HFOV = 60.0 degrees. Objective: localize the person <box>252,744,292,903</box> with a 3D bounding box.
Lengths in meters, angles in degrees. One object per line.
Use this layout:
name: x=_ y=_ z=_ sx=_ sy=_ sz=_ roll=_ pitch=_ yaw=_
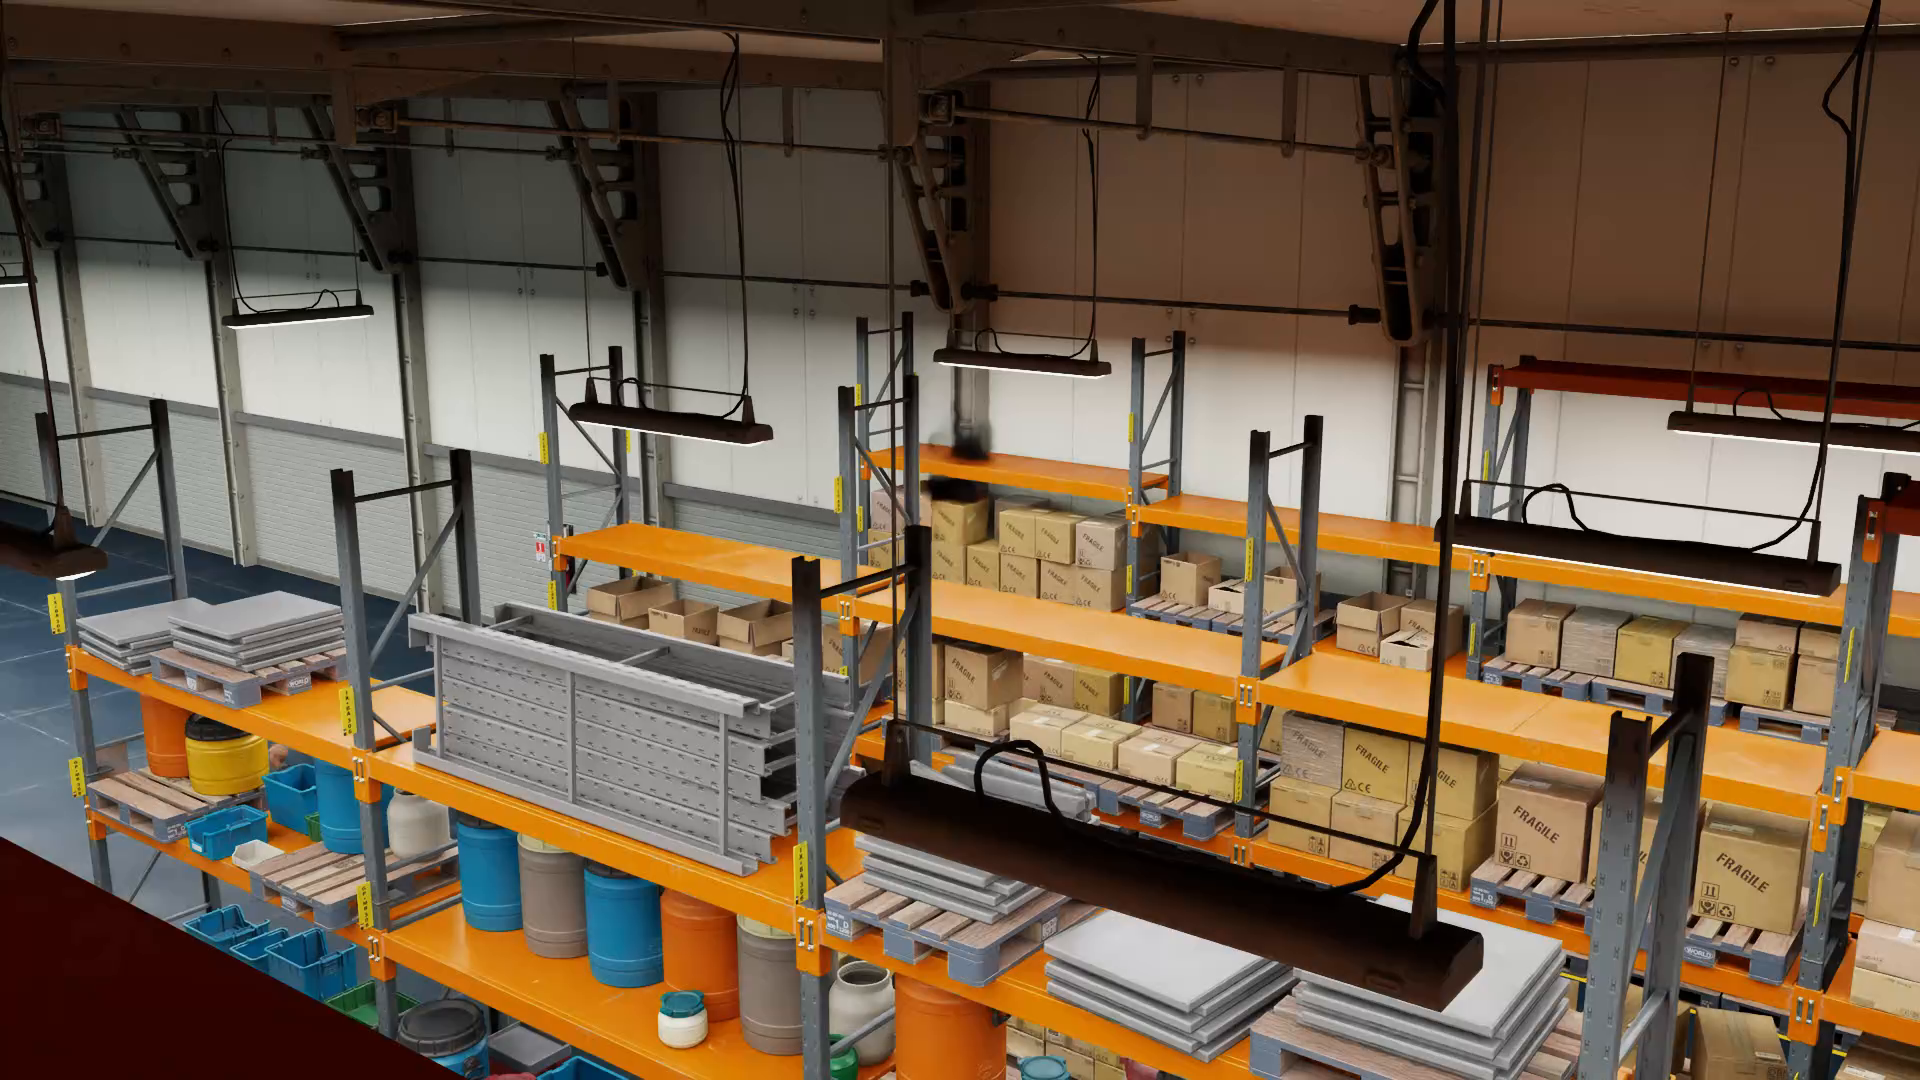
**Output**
person: x=-7.331 y=3.067 z=18.244 sx=0.967 sy=1.735 sz=0.667 roll=-5 pitch=14 yaw=-22
